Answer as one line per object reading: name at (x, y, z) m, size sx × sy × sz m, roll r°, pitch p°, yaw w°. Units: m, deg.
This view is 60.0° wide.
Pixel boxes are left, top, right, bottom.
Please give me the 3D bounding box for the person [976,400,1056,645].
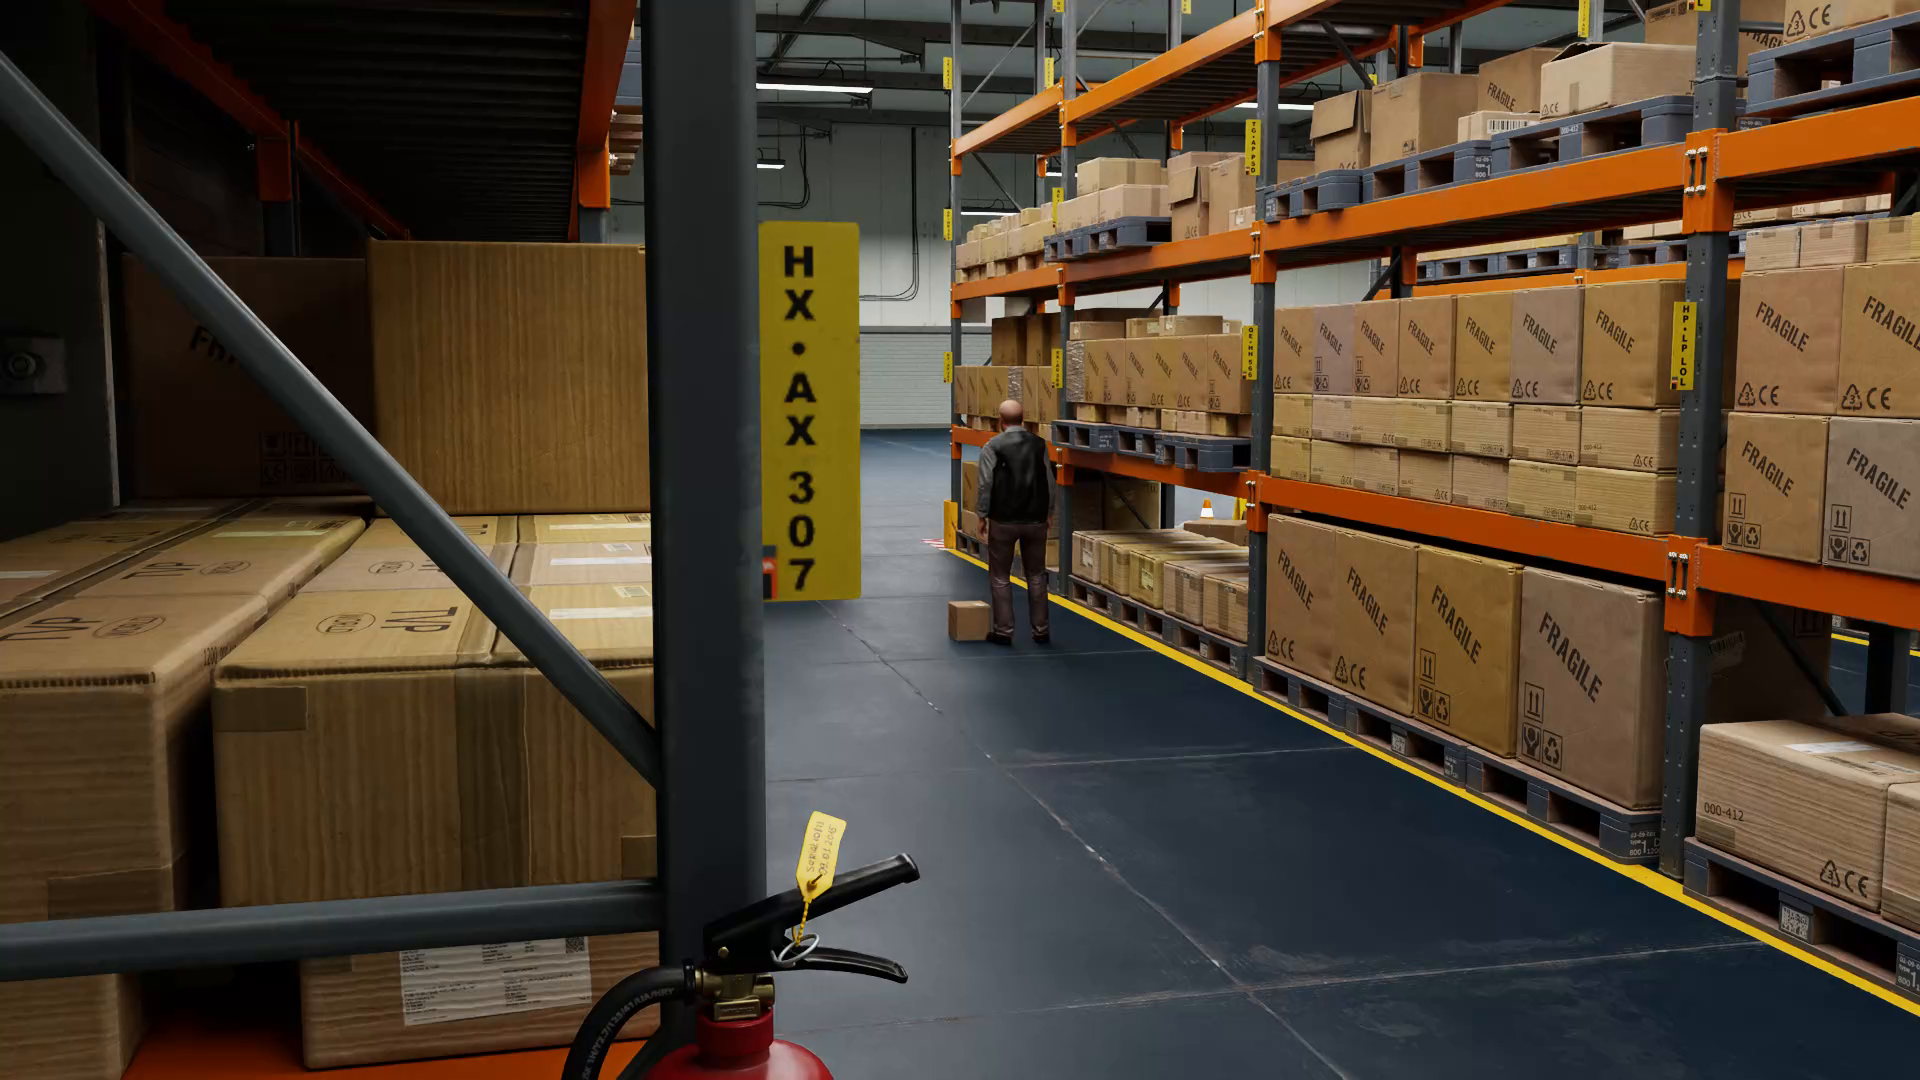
person at (0.400, -0.124, 11.729) m, size 0.588 × 1.720 × 0.420 m, roll -2°, pitch 6°, yaw -17°
